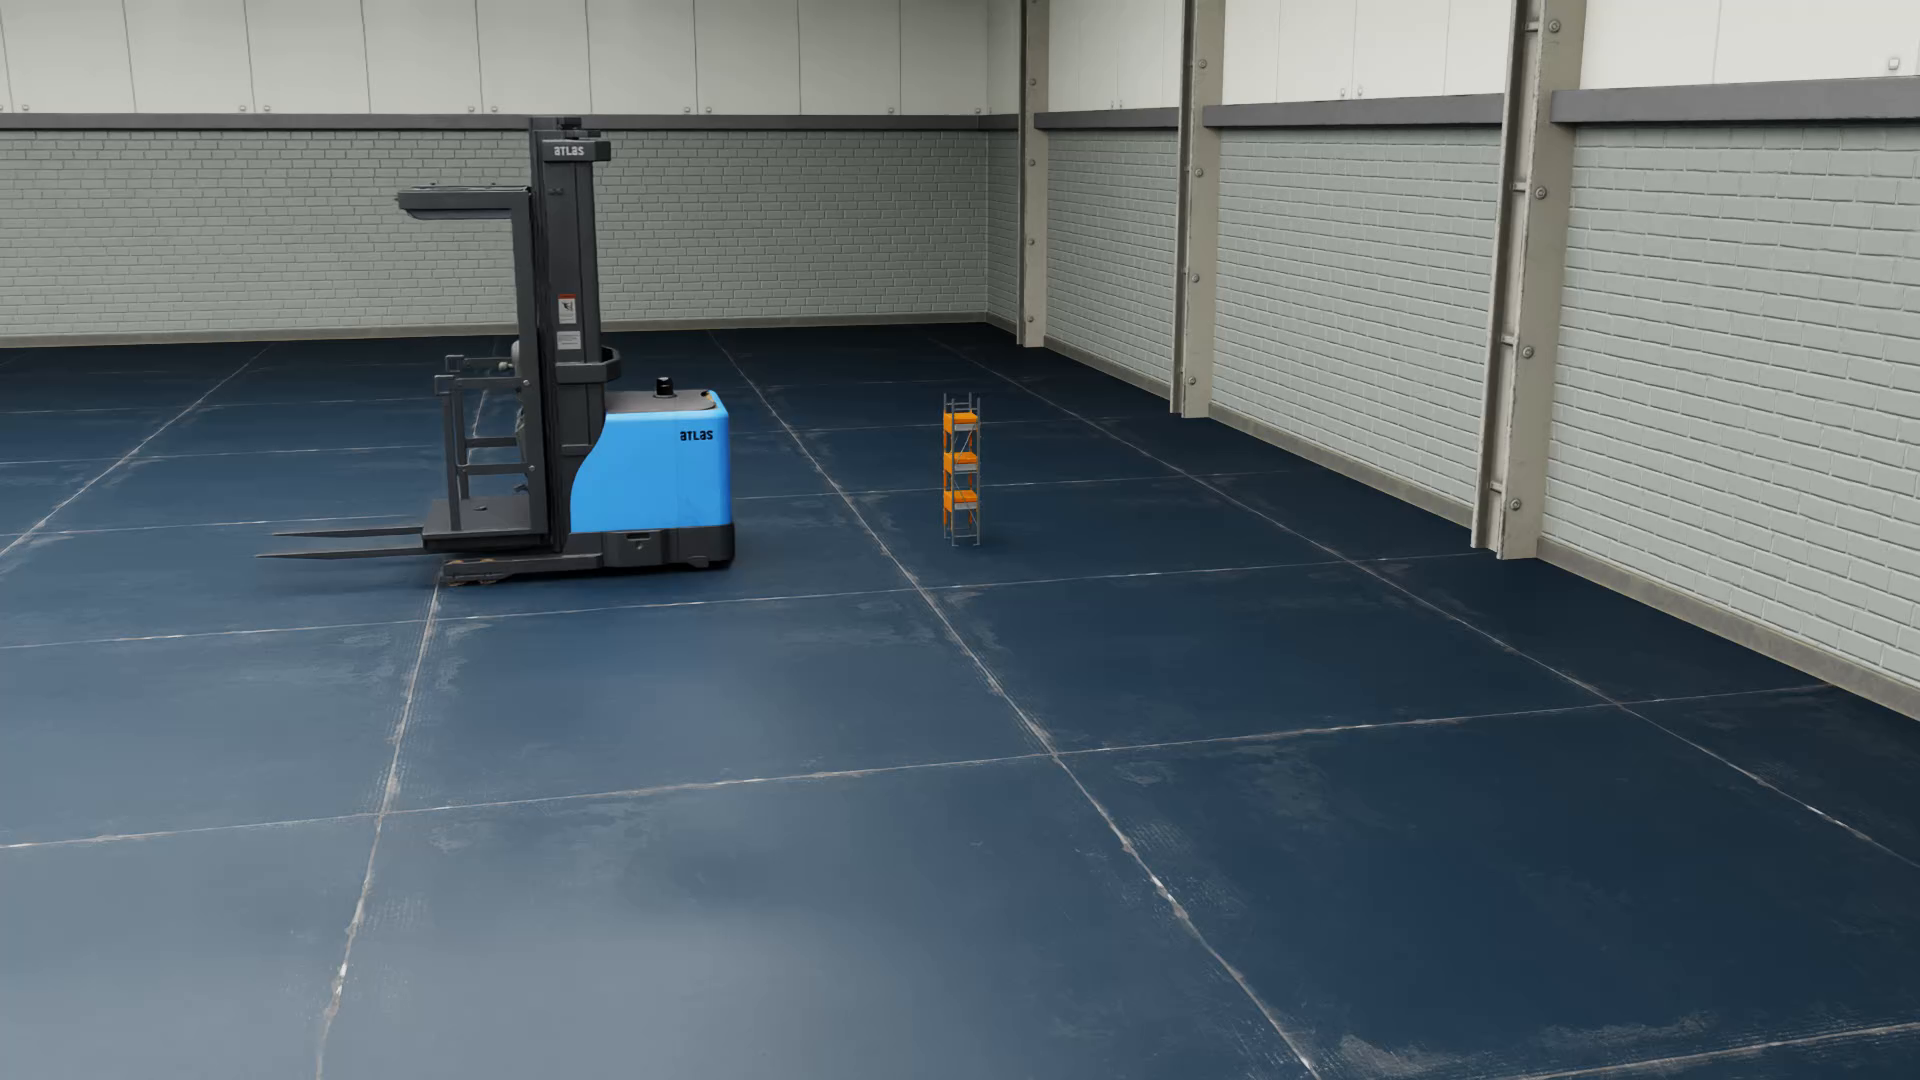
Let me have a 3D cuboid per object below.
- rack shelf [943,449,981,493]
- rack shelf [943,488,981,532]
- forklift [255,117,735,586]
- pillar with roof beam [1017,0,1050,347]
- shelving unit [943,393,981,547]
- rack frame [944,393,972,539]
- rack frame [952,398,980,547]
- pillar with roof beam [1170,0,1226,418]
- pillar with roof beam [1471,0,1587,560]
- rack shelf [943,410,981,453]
[{"bbox_3d":[0.013,-0.487,11.754,0.215,0.259,0.240,-3,14,-13],"label":"rack shelf"},{"bbox_3d":[0.013,-0.217,11.820,0.215,0.259,0.240,-3,14,-13],"label":"rack shelf"},{"bbox_3d":[-3.082,-1.263,10.922,3.031,2.935,1.130,-3,14,-13],"label":"forklift"},{"bbox_3d":[-3.202,-6.820,20.880,9.100,9.000,0.400,-3,14,-13],"label":"pillar with roof beam"},{"bbox_3d":[0.013,-0.498,11.752,0.215,1.050,0.252,-3,14,-13],"label":"shelving unit"},{"bbox_3d":[-0.016,-0.526,11.867,0.200,1.050,0.008,-3,14,-13],"label":"rack frame"},{"bbox_3d":[0.041,-0.470,11.637,0.200,1.050,0.008,-3,14,-13],"label":"rack frame"},{"bbox_3d":[-1.792,-5.436,15.215,9.100,9.000,0.400,-3,14,-13],"label":"pillar with roof beam"},{"bbox_3d":[-0.383,-4.051,9.549,9.100,9.000,0.400,-3,14,-13],"label":"pillar with roof beam"},{"bbox_3d":[0.013,-0.763,11.687,0.215,0.259,0.240,-3,14,-13],"label":"rack shelf"}]
